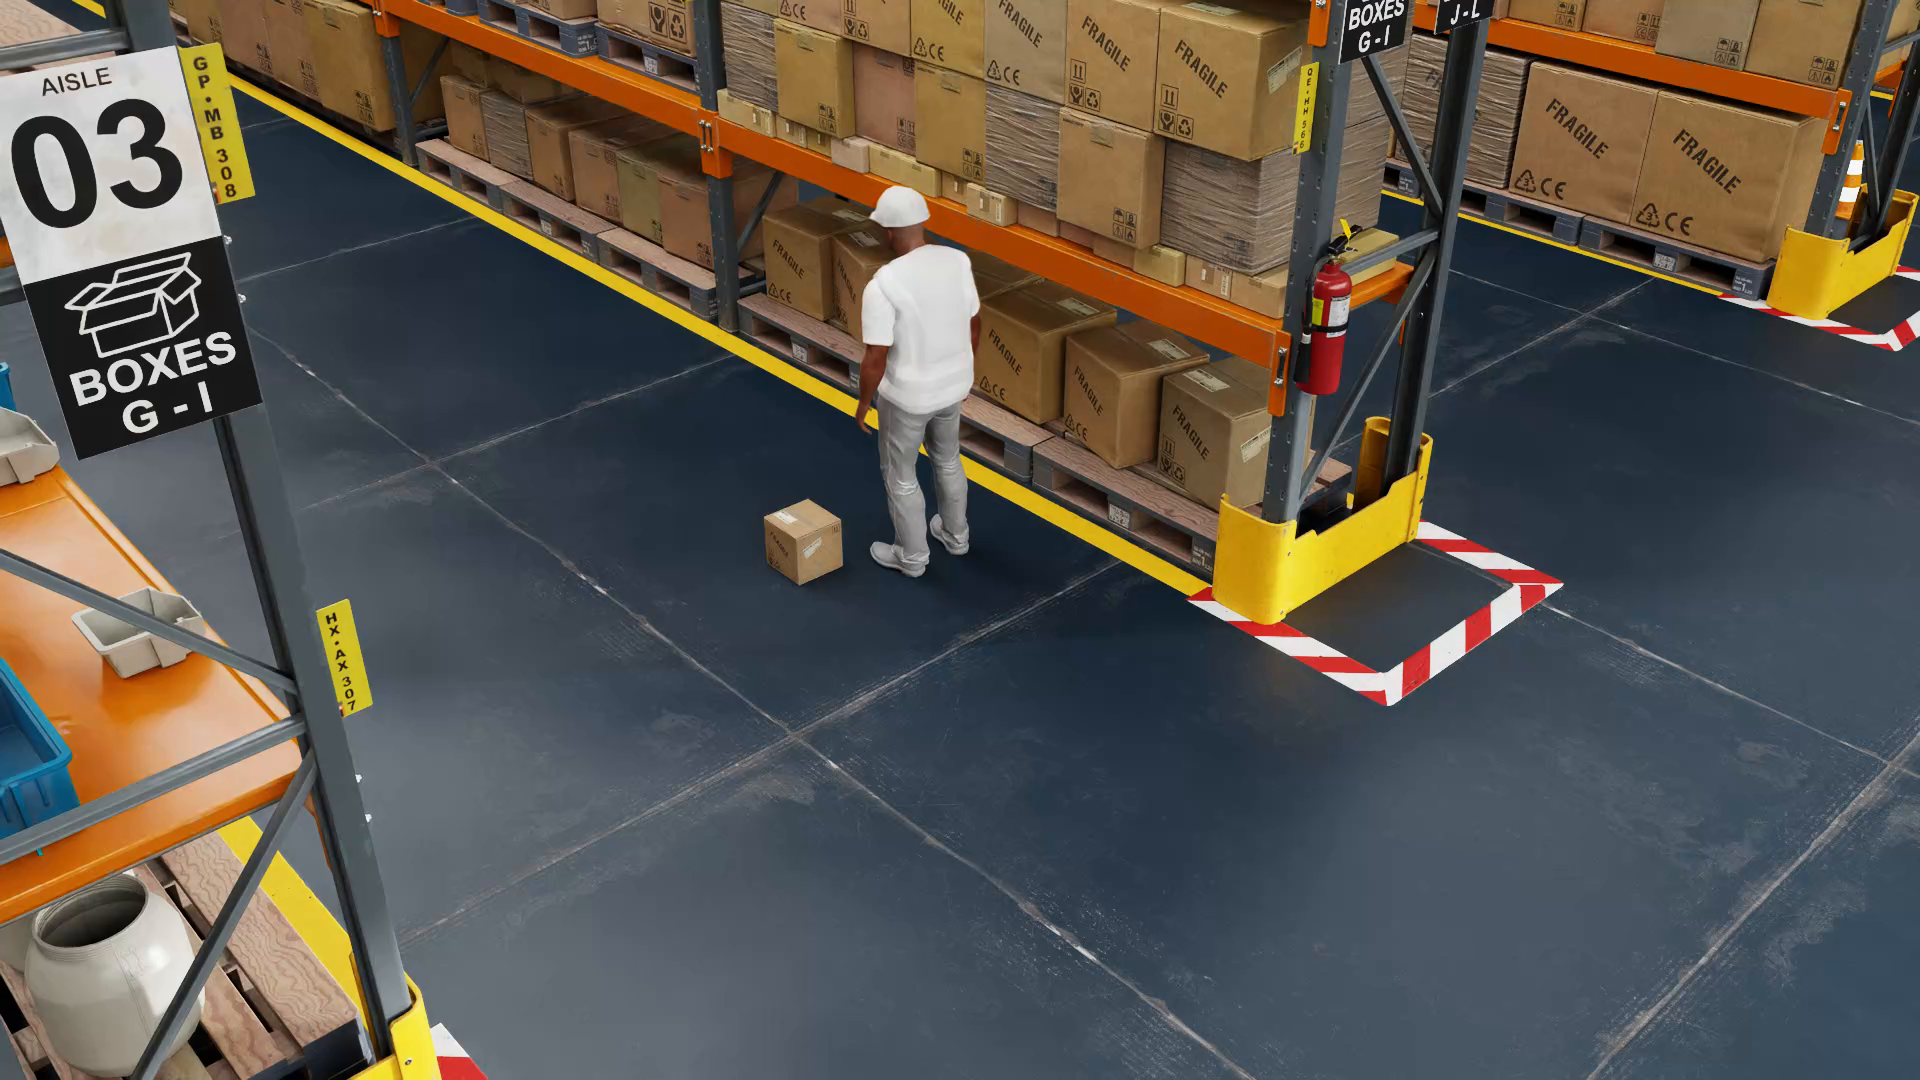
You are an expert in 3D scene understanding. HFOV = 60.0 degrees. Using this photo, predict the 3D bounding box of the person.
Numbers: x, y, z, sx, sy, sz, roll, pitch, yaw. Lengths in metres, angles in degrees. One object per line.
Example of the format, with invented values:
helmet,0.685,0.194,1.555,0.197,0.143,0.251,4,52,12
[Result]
person,-0.184,-0.674,7.214,0.627,1.761,0.457,-23,38,-32
